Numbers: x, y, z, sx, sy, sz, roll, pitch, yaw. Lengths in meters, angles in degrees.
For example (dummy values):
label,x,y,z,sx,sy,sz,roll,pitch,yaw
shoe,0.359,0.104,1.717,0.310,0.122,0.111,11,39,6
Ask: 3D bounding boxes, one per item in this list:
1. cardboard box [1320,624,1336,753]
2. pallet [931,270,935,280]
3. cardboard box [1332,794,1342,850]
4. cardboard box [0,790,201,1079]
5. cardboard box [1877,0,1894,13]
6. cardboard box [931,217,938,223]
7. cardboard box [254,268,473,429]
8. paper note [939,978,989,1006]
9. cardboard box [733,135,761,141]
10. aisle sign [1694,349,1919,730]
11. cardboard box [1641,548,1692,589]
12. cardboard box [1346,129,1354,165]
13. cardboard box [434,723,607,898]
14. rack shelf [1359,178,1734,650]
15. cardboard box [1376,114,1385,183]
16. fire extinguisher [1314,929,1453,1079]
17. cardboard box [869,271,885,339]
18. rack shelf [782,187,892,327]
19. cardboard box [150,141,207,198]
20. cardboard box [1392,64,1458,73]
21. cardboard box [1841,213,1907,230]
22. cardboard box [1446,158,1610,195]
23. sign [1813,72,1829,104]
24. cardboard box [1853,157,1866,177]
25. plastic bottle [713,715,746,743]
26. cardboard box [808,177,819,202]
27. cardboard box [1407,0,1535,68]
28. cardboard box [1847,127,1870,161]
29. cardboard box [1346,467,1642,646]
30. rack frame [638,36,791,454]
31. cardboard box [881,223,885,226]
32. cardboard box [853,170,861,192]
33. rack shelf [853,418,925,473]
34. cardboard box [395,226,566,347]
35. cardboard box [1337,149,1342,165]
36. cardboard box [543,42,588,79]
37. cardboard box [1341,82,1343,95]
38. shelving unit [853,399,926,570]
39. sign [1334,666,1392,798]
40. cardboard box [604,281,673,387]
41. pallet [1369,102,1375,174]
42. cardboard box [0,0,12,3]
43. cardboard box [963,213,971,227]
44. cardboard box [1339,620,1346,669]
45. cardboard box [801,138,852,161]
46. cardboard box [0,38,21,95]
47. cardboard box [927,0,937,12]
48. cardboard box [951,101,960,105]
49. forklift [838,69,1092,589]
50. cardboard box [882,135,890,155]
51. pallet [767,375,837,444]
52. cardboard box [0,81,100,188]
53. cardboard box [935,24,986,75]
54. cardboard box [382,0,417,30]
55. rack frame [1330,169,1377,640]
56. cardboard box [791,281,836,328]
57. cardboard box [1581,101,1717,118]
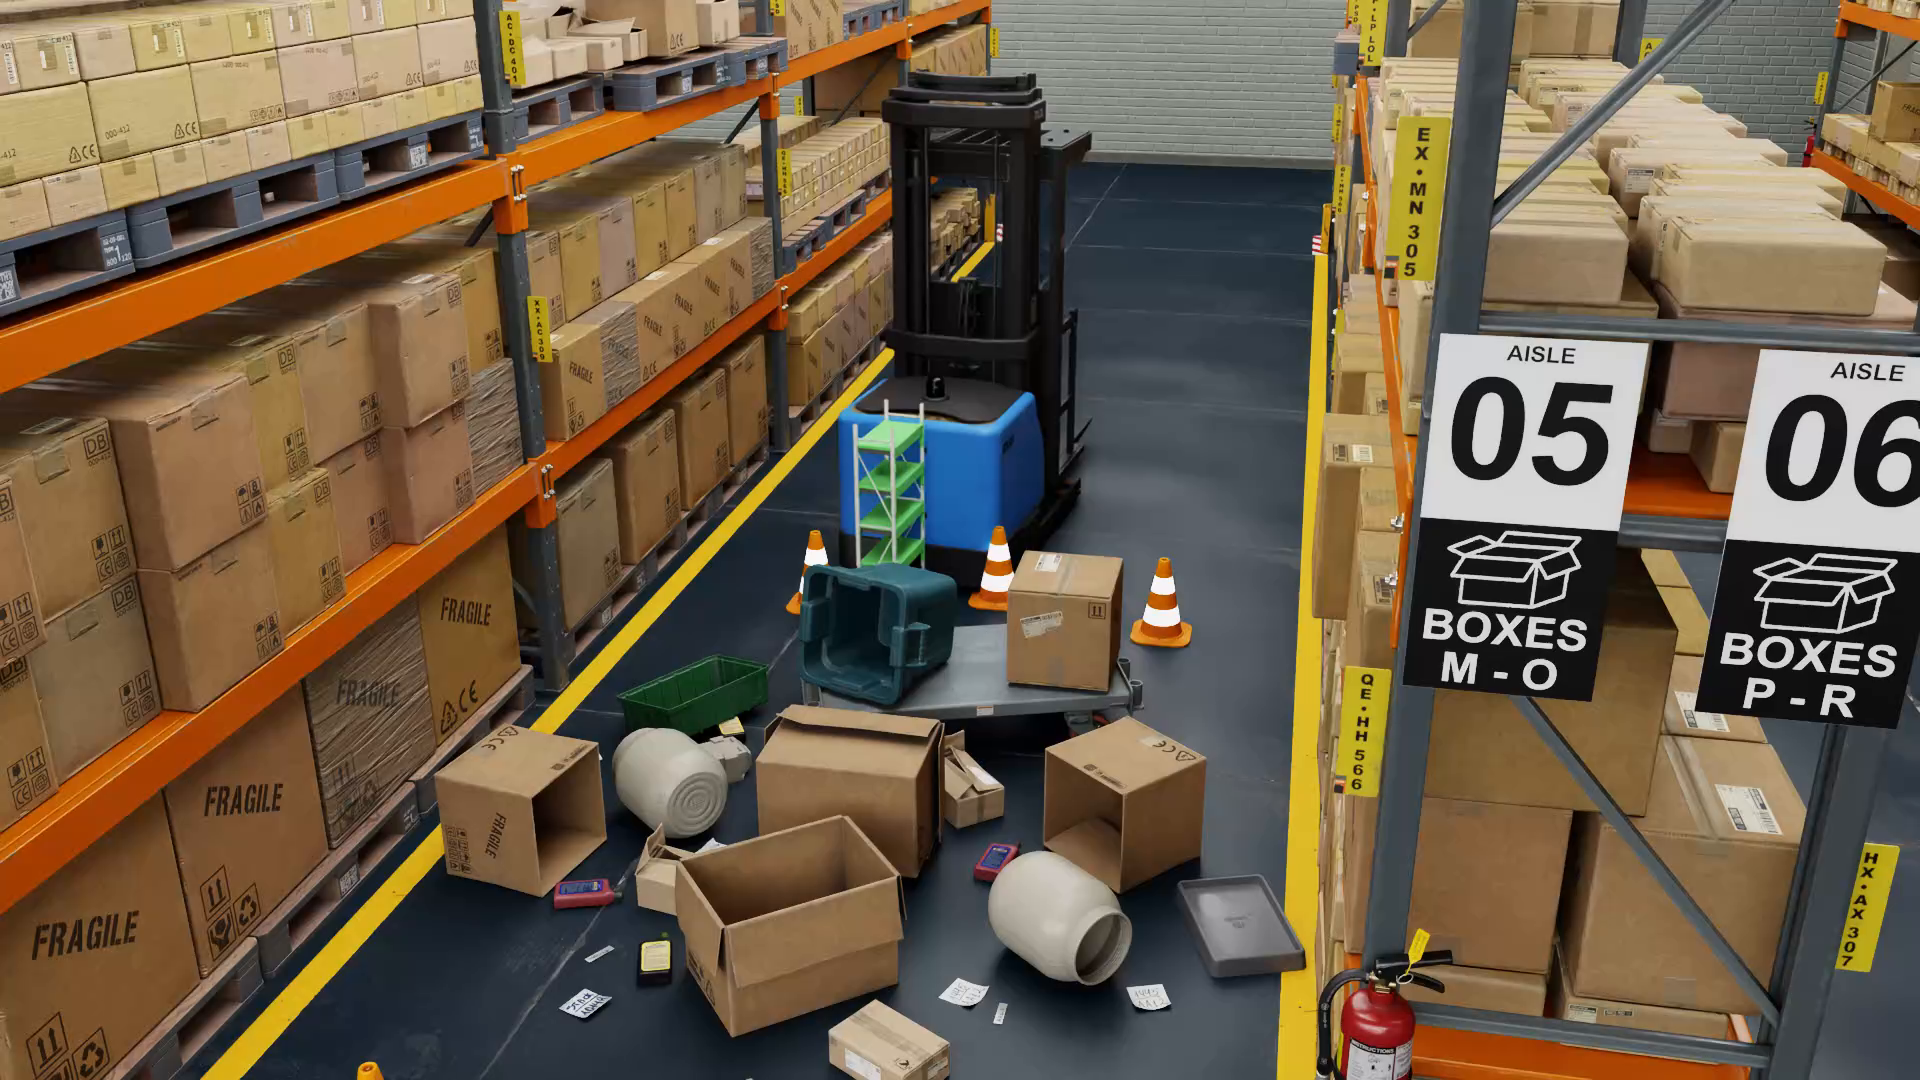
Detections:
label,x,y,z,sx,sy,sz,roll,pitch,yaw
cardboard box,1.884,0.636,7.373,0.500,0.500,0.500,6,23,13
pallet,-0.862,-2.513,16.810,1.003,0.211,1.213,4,22,11
cardboard box,1.480,0.963,5.694,0.380,0.149,0.250,5,23,13
cardboard box,-3.340,1.369,5.722,0.875,0.875,0.875,5,22,11
cardboard box,8.990,-5.109,15.846,0.380,0.149,0.250,4,22,11
cardboard box,-0.437,-3.299,17.487,0.380,0.149,0.250,4,22,9
cardboard box,-2.705,-0.860,7.328,0.875,0.550,0.550,4,22,11
paper note,0.017,1.757,6.465,0.148,0.019,0.142,13,25,29
cardboard box,-1.758,-3.330,14.085,0.380,0.149,0.250,5,23,13
aisle sign,1.744,0.012,3.330,0.394,0.787,0.004,4,22,11
cardboard box,2.122,0.272,5.631,0.500,0.500,0.500,4,22,10
cardboard box,3.031,-2.662,11.976,0.500,0.500,0.500,5,22,12
cardboard box,-1.909,1.172,7.271,0.500,0.500,0.500,8,23,20
rack shelf,1.861,-0.618,5.321,1.077,0.370,4.000,4,22,11
cardboard box,1.815,-1.422,6.157,0.500,0.250,0.500,4,22,10
fire extinguisher,0.978,1.214,3.928,0.296,0.674,0.183,4,22,11
cardboard box,-0.974,-2.116,14.876,0.500,0.500,0.500,4,22,10
rack shelf,-1.373,-2.493,13.991,1.077,0.370,4.000,4,22,11
cardboard box,-2.772,-1.248,5.562,0.380,0.149,0.250,4,22,11
cardboard box,1.861,-1.749,6.434,0.380,0.149,0.250,5,23,13
cardboard box,9.360,-3.124,17.374,0.797,0.503,0.637,4,22,9
cardboard box,1.460,-0.895,4.314,0.380,0.149,0.250,5,22,11
sign,9.047,-4.746,17.464,0.100,0.325,0.005,4,22,11
cardboard box,8.931,-3.620,16.164,0.380,0.149,0.250,4,22,9
plastic bottle,-1.176,0.947,8.420,0.133,0.061,0.283,-7,23,-17
cardboard box,-1.330,-2.762,13.073,0.380,0.149,0.250,5,22,11
cardboard box,2.263,-2.262,7.409,0.500,0.250,0.500,5,22,12
cardboard box,9.019,-3.856,16.216,0.500,0.250,0.500,4,22,10
cardboard box,1.454,0.135,4.633,0.700,0.500,0.500,5,22,11
rack frame,-1.781,-2.095,12.040,1.000,3.000,0.127,4,22,11
cardboard box,-0.996,-3.239,17.339,0.380,0.149,0.250,3,22,8
cardboard box,-1.060,-3.096,14.300,0.380,0.149,0.250,3,22,9
rack shelf,-0.401,-0.544,9.484,0.258,0.148,0.480,7,23,17
cardboard box,-2.502,-1.324,8.654,0.700,0.500,0.500,4,22,10
cardboard box,3.536,-3.240,14.416,0.500,0.250,0.500,4,22,9
cardboard box,-2.143,-2.509,8.692,0.250,0.149,0.380,4,22,11
cardboard box,4.044,-4.476,16.480,0.500,0.500,0.500,5,22,11
shelving unit,-0.401,-0.158,9.639,0.258,1.200,0.503,7,23,17
sign,0.914,0.438,3.778,0.100,0.325,0.005,4,22,11
cardboard box,-2.020,-1.218,9.728,0.500,0.500,0.500,4,22,11
pallet,2.499,-1.814,7.578,1.213,0.211,1.003,4,22,11
cardboard box,-6.679,-3.618,11.003,0.500,0.500,0.500,5,22,12
cardboard box,-0.081,-3.626,18.698,0.380,0.149,0.250,4,22,9
cardboard box,1.621,0.383,6.224,0.380,0.149,0.250,5,22,11
cardboard box,-1.122,-3.274,13.945,0.380,0.149,0.250,3,22,9
cardboard box,-2.930,-1.338,4.719,0.380,0.149,0.250,4,22,10
cardboard box,-0.519,-5.213,15.967,0.500,0.250,0.500,4,22,10
cardboard box,-0.304,-4.465,17.394,0.500,0.500,0.500,6,23,14
forklift,0.200,-1.587,10.870,1.130,2.935,3.031,7,23,17
cardboard box,-0.853,-3.614,15.187,0.380,0.149,0.250,5,23,13
pallet,-1.620,-1.087,13.271,1.003,0.211,1.213,4,22,11
cardboard box,-2.961,-1.213,4.941,0.500,0.250,0.500,4,22,10
cardboard box,0.001,-5.483,18.581,0.500,0.500,0.500,4,22,10
cardboard box,-2.463,-2.176,6.799,0.380,0.149,0.250,4,22,11
rack frame,2.269,-0.292,7.563,1.000,3.000,0.127,4,22,11
cardboard box,-1.300,-1.897,13.330,0.500,0.250,0.500,4,22,10
cardboard box,2.219,-1.324,5.380,0.380,0.149,0.250,5,22,12
